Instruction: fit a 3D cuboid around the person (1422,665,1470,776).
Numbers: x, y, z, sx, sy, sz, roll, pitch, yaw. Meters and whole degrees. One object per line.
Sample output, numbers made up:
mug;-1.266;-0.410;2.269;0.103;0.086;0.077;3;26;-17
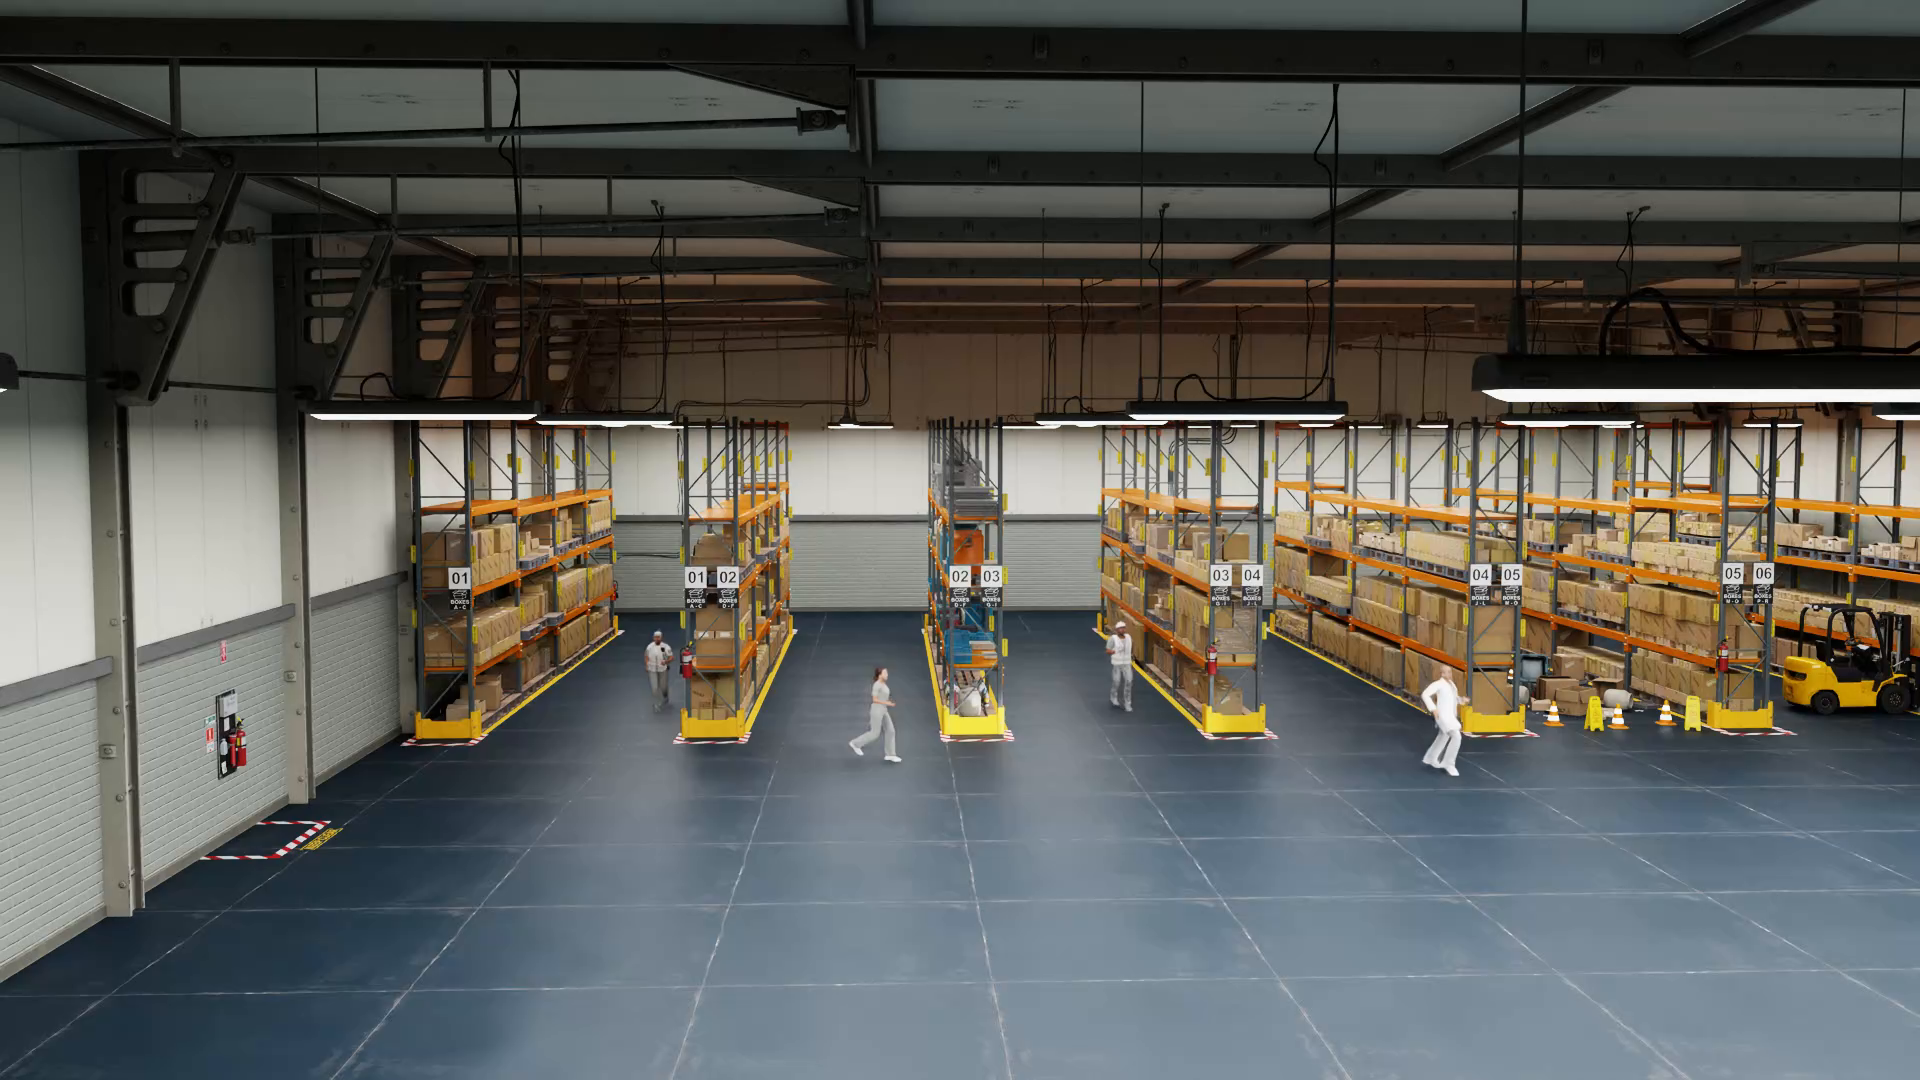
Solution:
person;8.147;3.019;27.895;0.823;1.840;0.668;3;5;36

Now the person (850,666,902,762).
person;-1.456;3.008;28.846;0.926;1.656;0.550;1;4;17

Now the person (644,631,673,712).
person;-6.183;2.680;34.119;0.609;1.630;0.693;0;4;-3

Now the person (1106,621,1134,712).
person;3.307;2.579;34.215;0.664;1.817;0.772;-1;4;-12
